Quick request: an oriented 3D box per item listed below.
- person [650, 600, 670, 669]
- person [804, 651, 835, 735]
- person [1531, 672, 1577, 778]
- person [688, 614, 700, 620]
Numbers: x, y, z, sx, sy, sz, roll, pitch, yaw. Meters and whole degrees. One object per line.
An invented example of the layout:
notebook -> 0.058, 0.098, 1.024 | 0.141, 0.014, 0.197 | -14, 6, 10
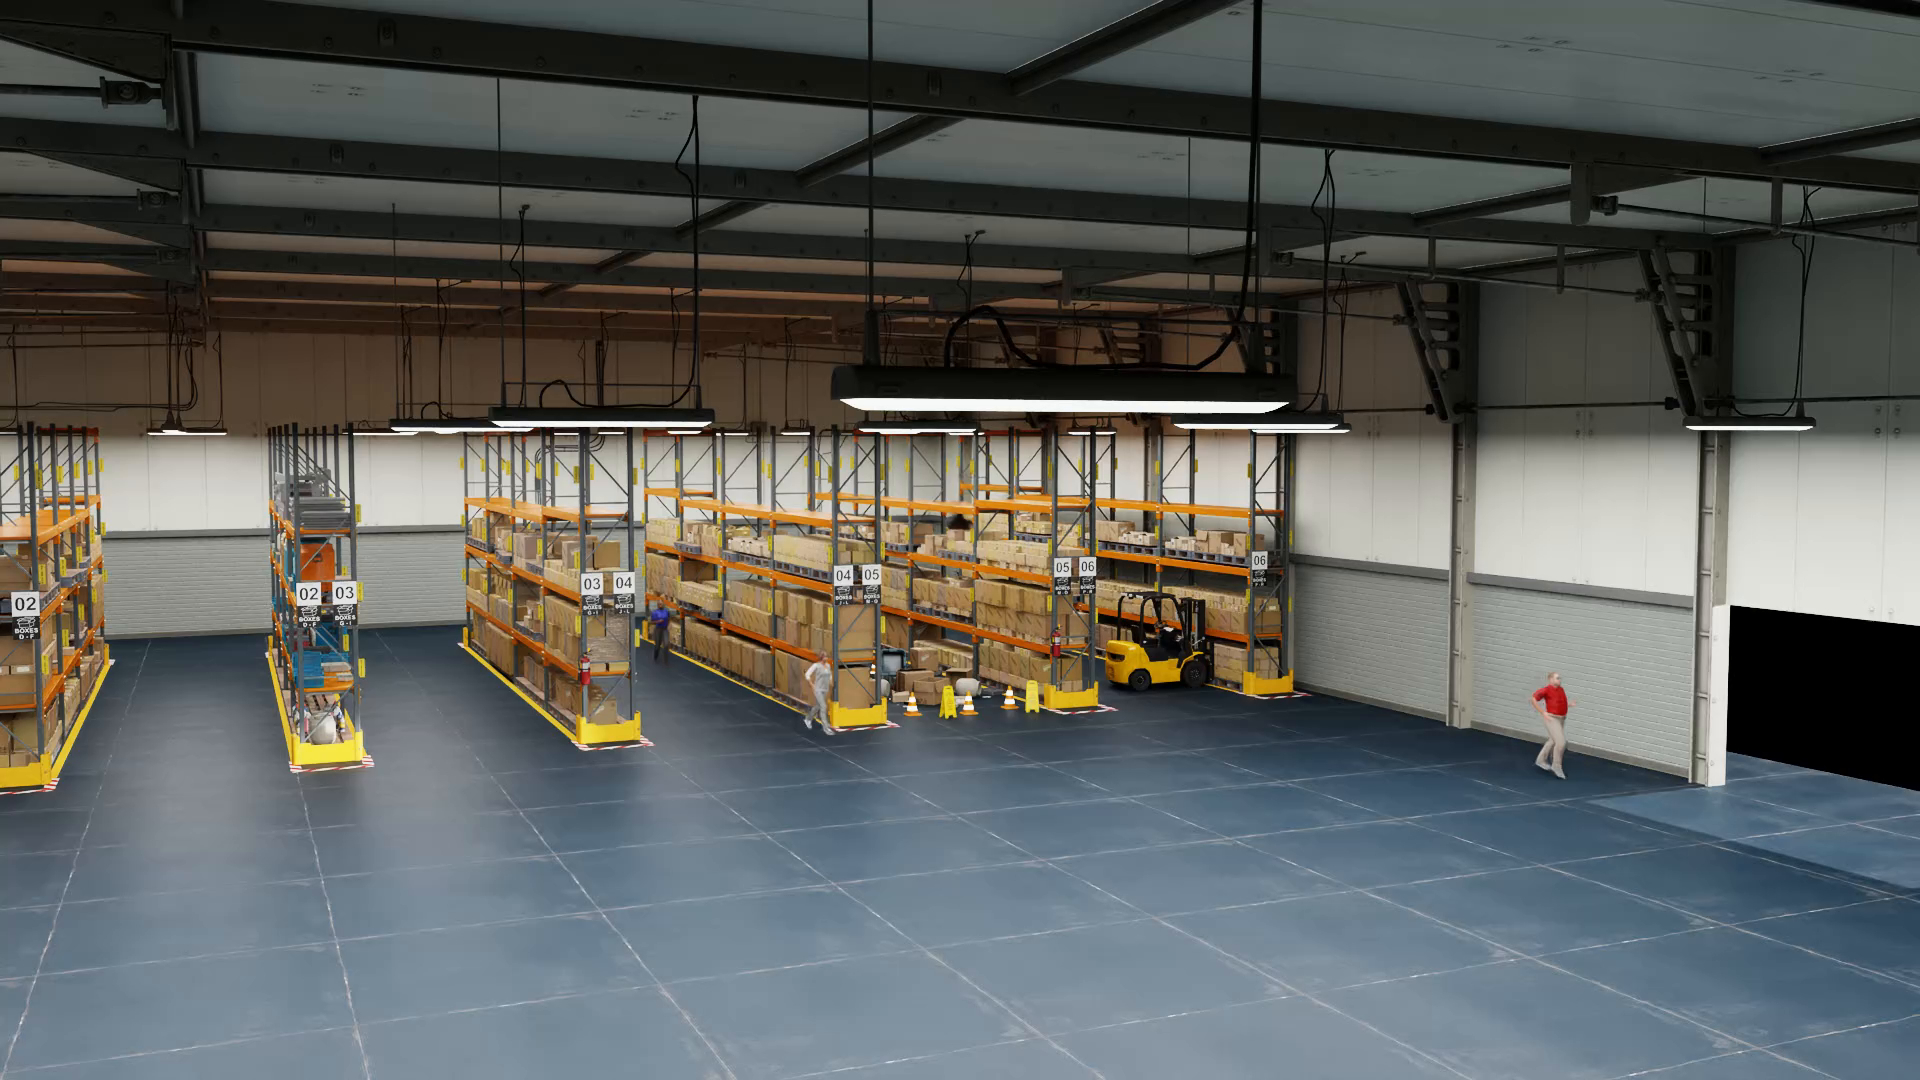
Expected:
person -> -7.488, 2.341, 41.649 | 0.566, 1.701, 0.772 | -2, 4, -26
person -> -2.713, 2.943, 32.328 | 0.848, 1.596, 0.536 | 3, 5, 40
person -> 10.113, 3.143, 28.275 | 0.639, 1.798, 0.745 | -3, 5, -43
person -> -7.896, 1.900, 49.244 | 0.471, 1.649, 0.690 | 3, 5, 43
